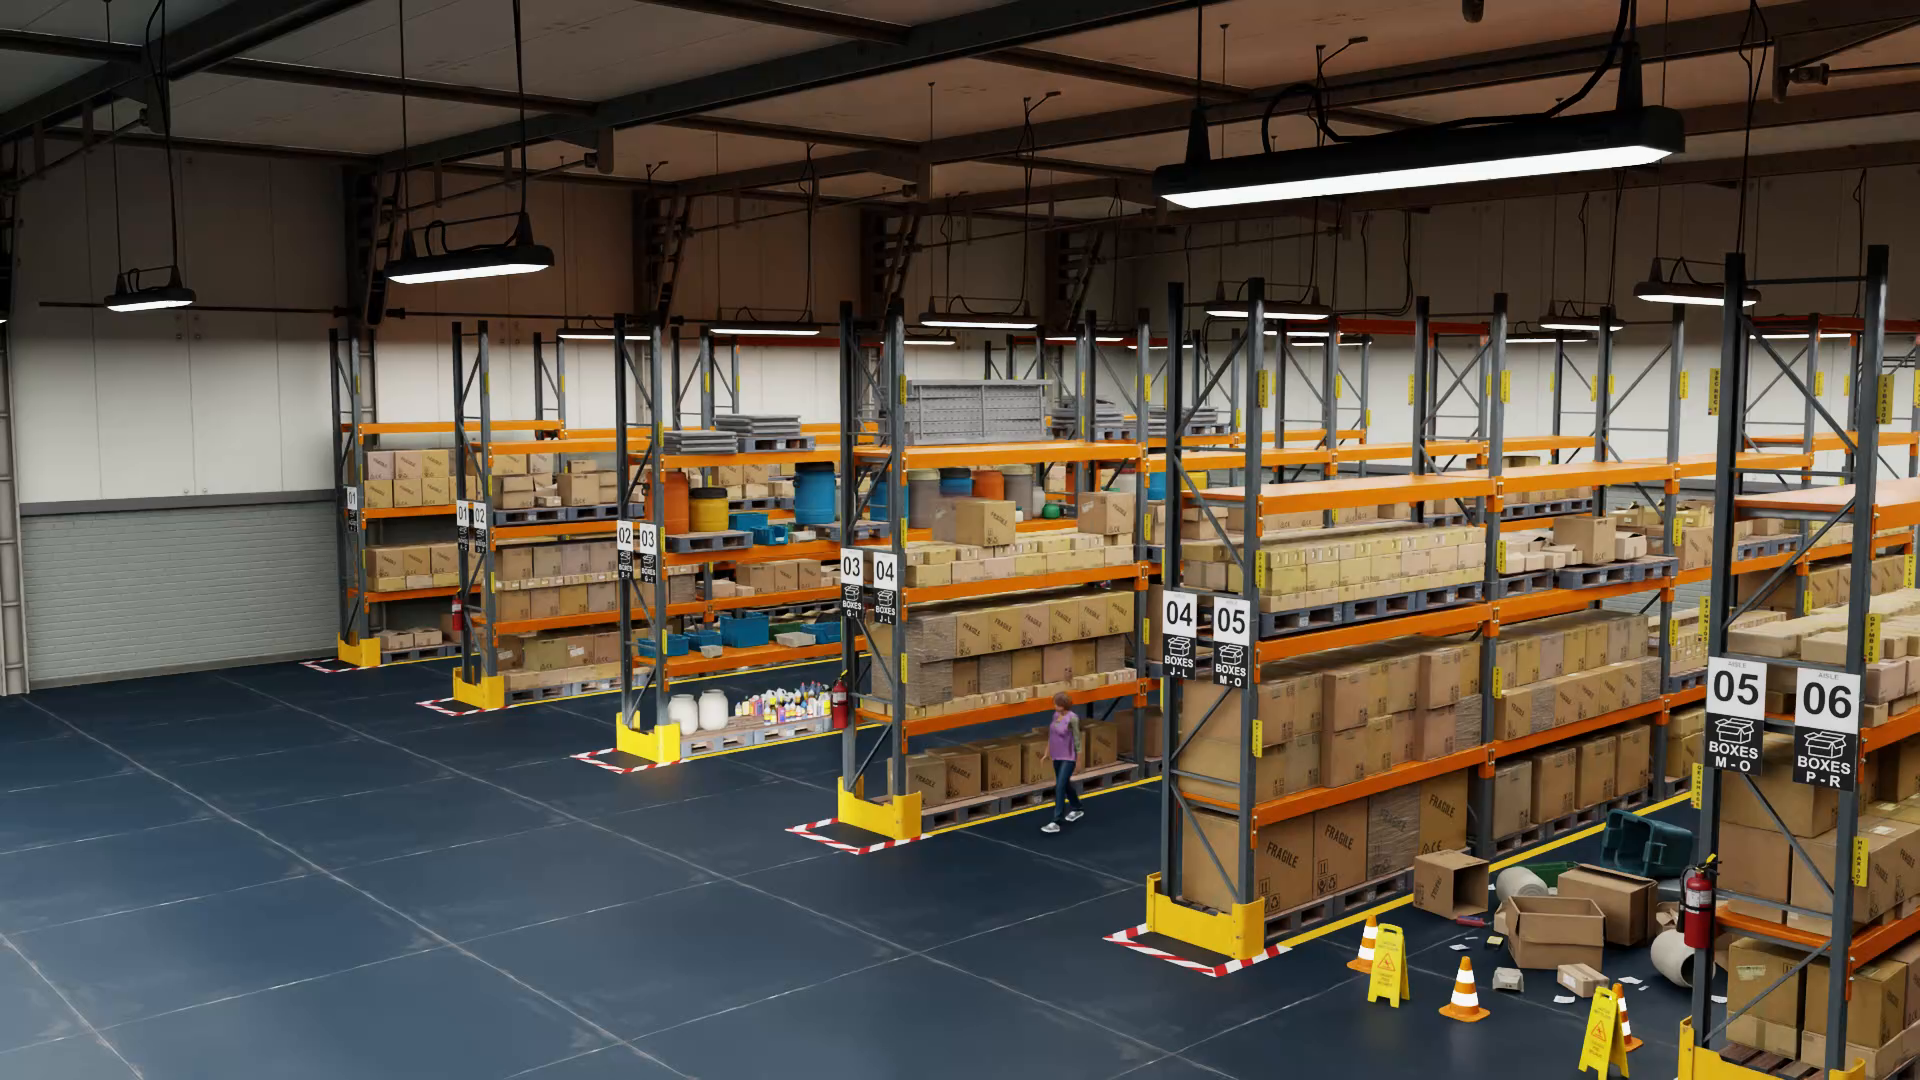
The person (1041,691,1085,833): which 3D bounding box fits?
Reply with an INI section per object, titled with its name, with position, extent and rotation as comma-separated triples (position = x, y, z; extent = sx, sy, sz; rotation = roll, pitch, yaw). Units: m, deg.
[person]
position = 1.162, 2.503, 19.006
extent = 0.817, 1.557, 0.437
rotation = -4, 7, -35
